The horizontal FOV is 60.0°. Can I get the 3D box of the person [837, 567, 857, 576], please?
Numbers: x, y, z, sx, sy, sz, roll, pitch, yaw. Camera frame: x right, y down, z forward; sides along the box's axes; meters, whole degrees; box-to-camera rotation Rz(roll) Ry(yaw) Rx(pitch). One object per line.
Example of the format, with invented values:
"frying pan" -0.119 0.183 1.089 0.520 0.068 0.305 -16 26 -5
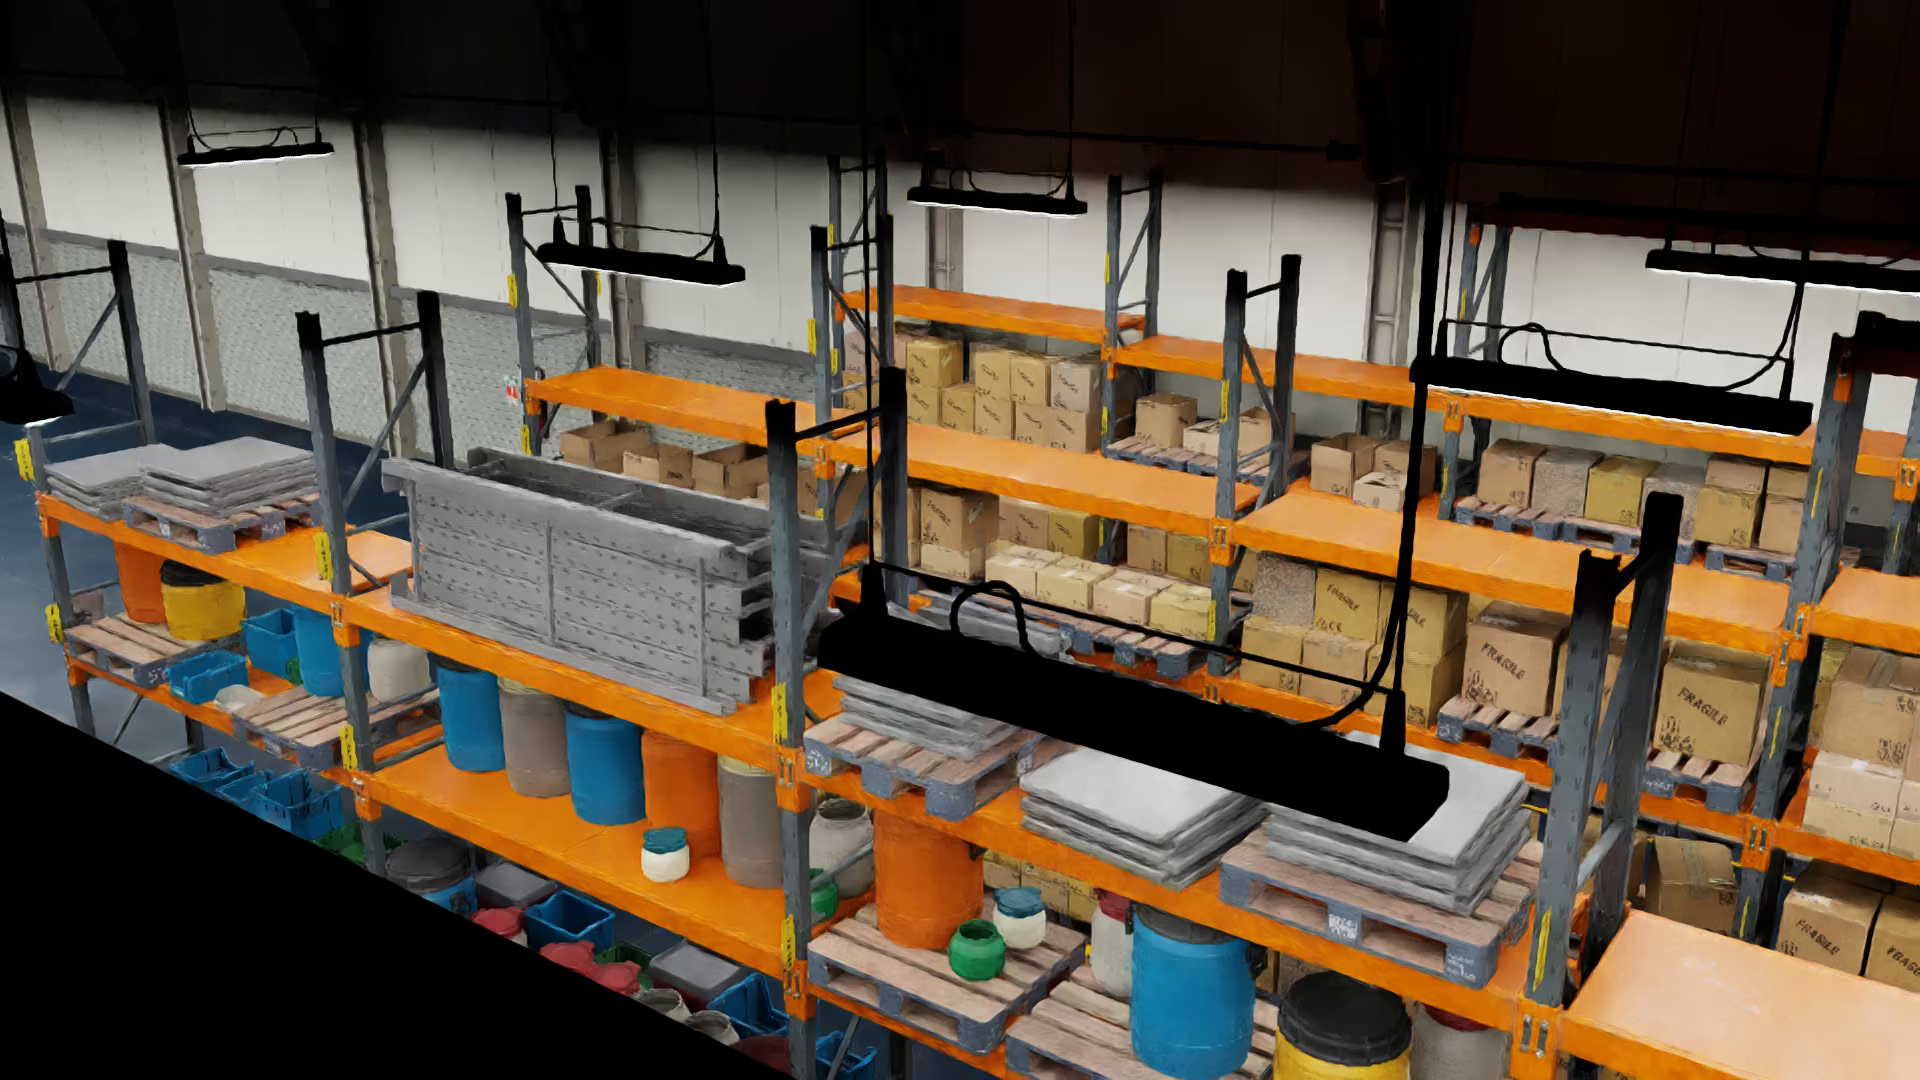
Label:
"person" -1.330 0.612 20.510 0.559 1.780 0.589 0 18 1
